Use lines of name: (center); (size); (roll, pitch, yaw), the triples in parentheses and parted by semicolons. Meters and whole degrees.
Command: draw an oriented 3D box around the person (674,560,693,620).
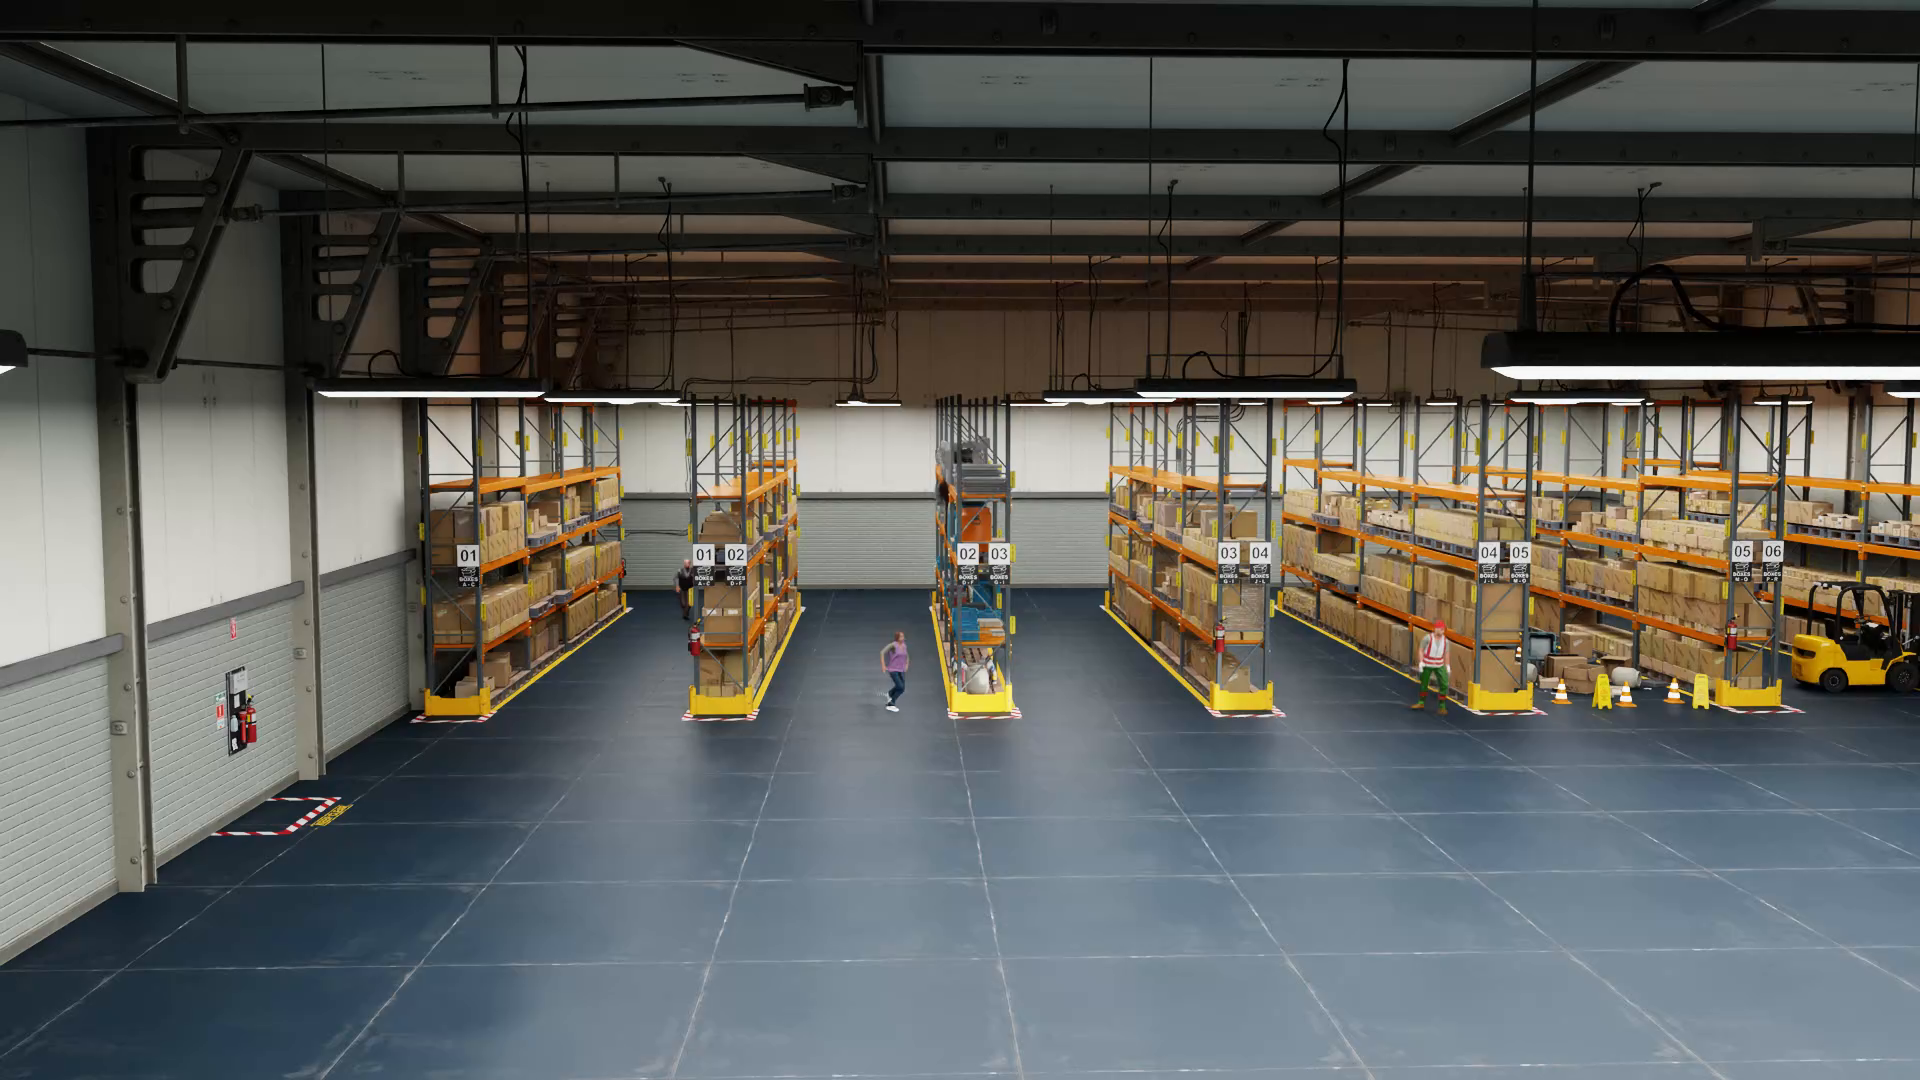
person: (-7.420, 1.350, 45.107); (0.664, 1.652, 0.554); (-1, 5, -11)

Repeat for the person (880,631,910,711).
person: (-1.186, 2.484, 31.405); (0.611, 1.538, 0.496); (-4, 6, -41)

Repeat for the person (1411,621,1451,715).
person: (8.917, 2.385, 31.405); (0.679, 1.769, 0.661); (0, 5, 3)
